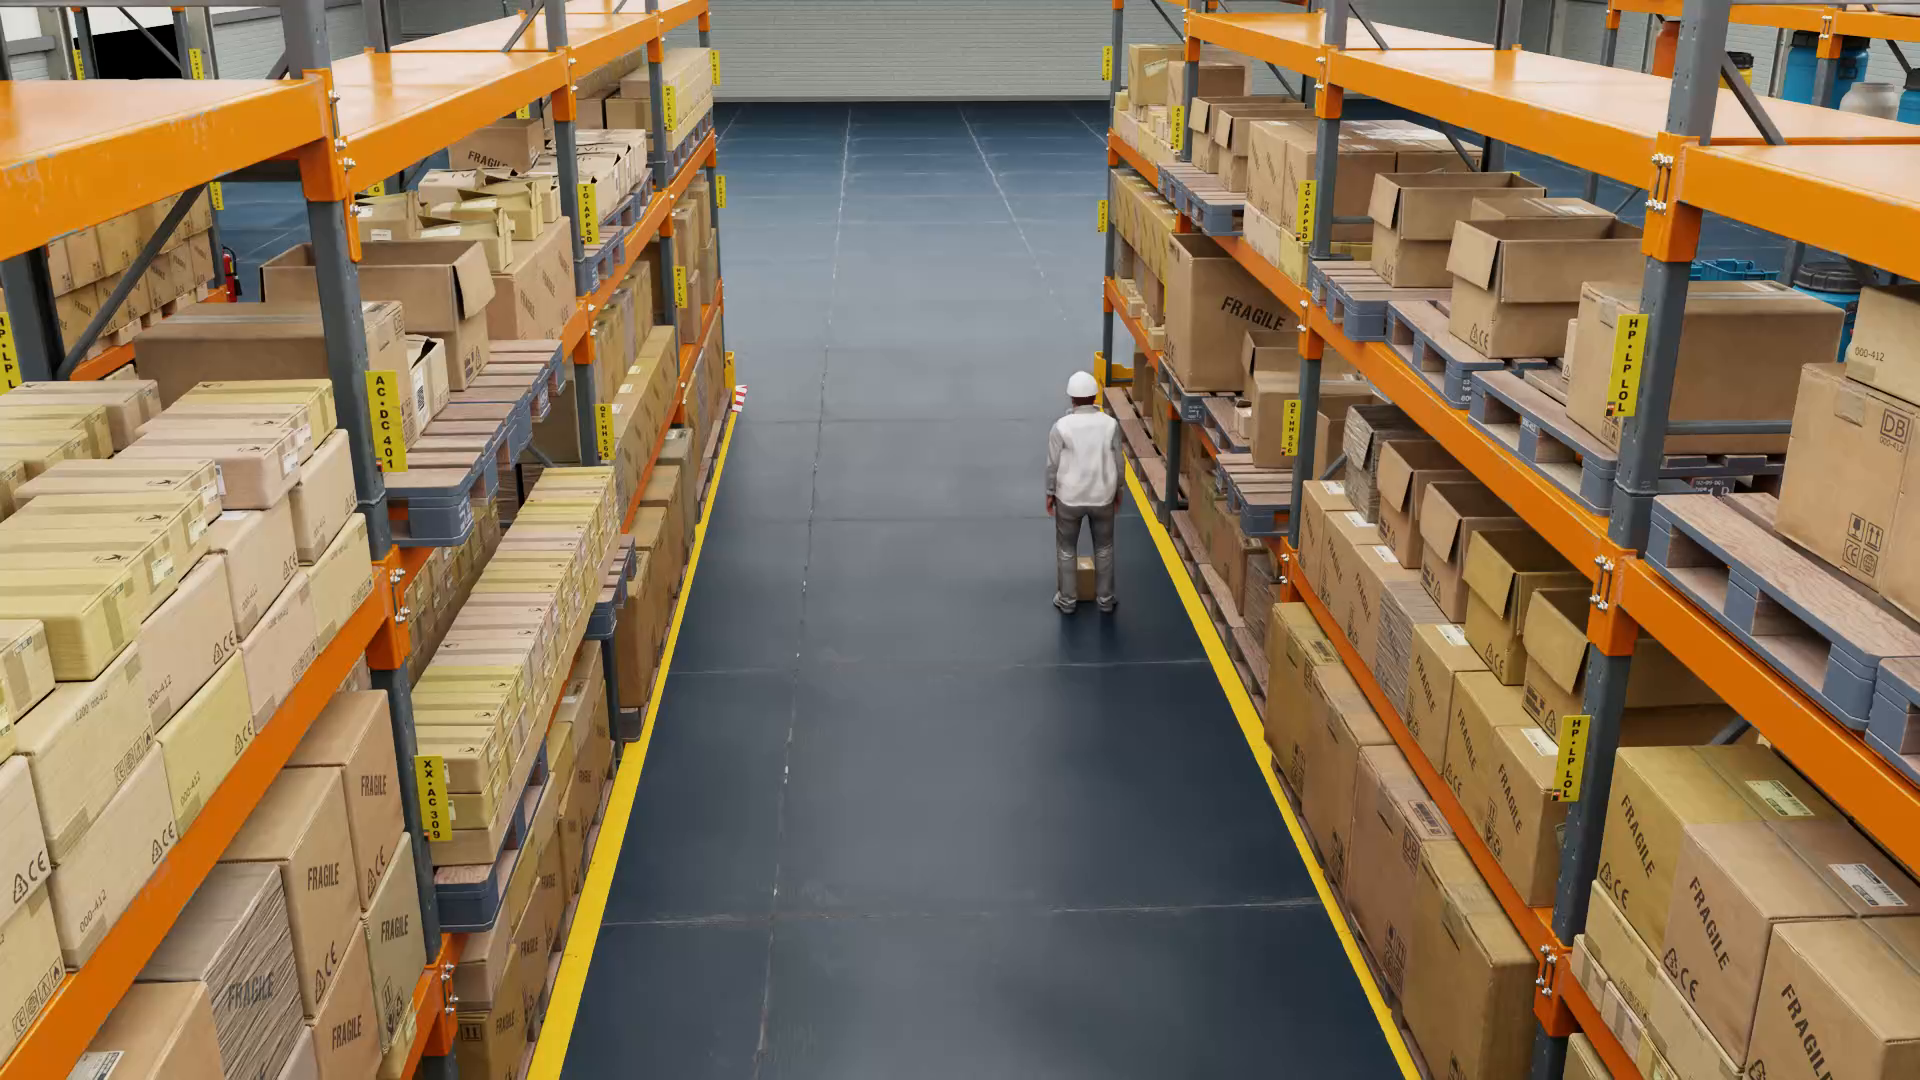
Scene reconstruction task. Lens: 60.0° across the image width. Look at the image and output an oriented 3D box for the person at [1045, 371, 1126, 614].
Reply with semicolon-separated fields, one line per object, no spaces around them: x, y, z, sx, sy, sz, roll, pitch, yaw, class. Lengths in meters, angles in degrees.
0.892;-0.330;11.934;0.579;1.769;0.466;-2;20;-6;person
